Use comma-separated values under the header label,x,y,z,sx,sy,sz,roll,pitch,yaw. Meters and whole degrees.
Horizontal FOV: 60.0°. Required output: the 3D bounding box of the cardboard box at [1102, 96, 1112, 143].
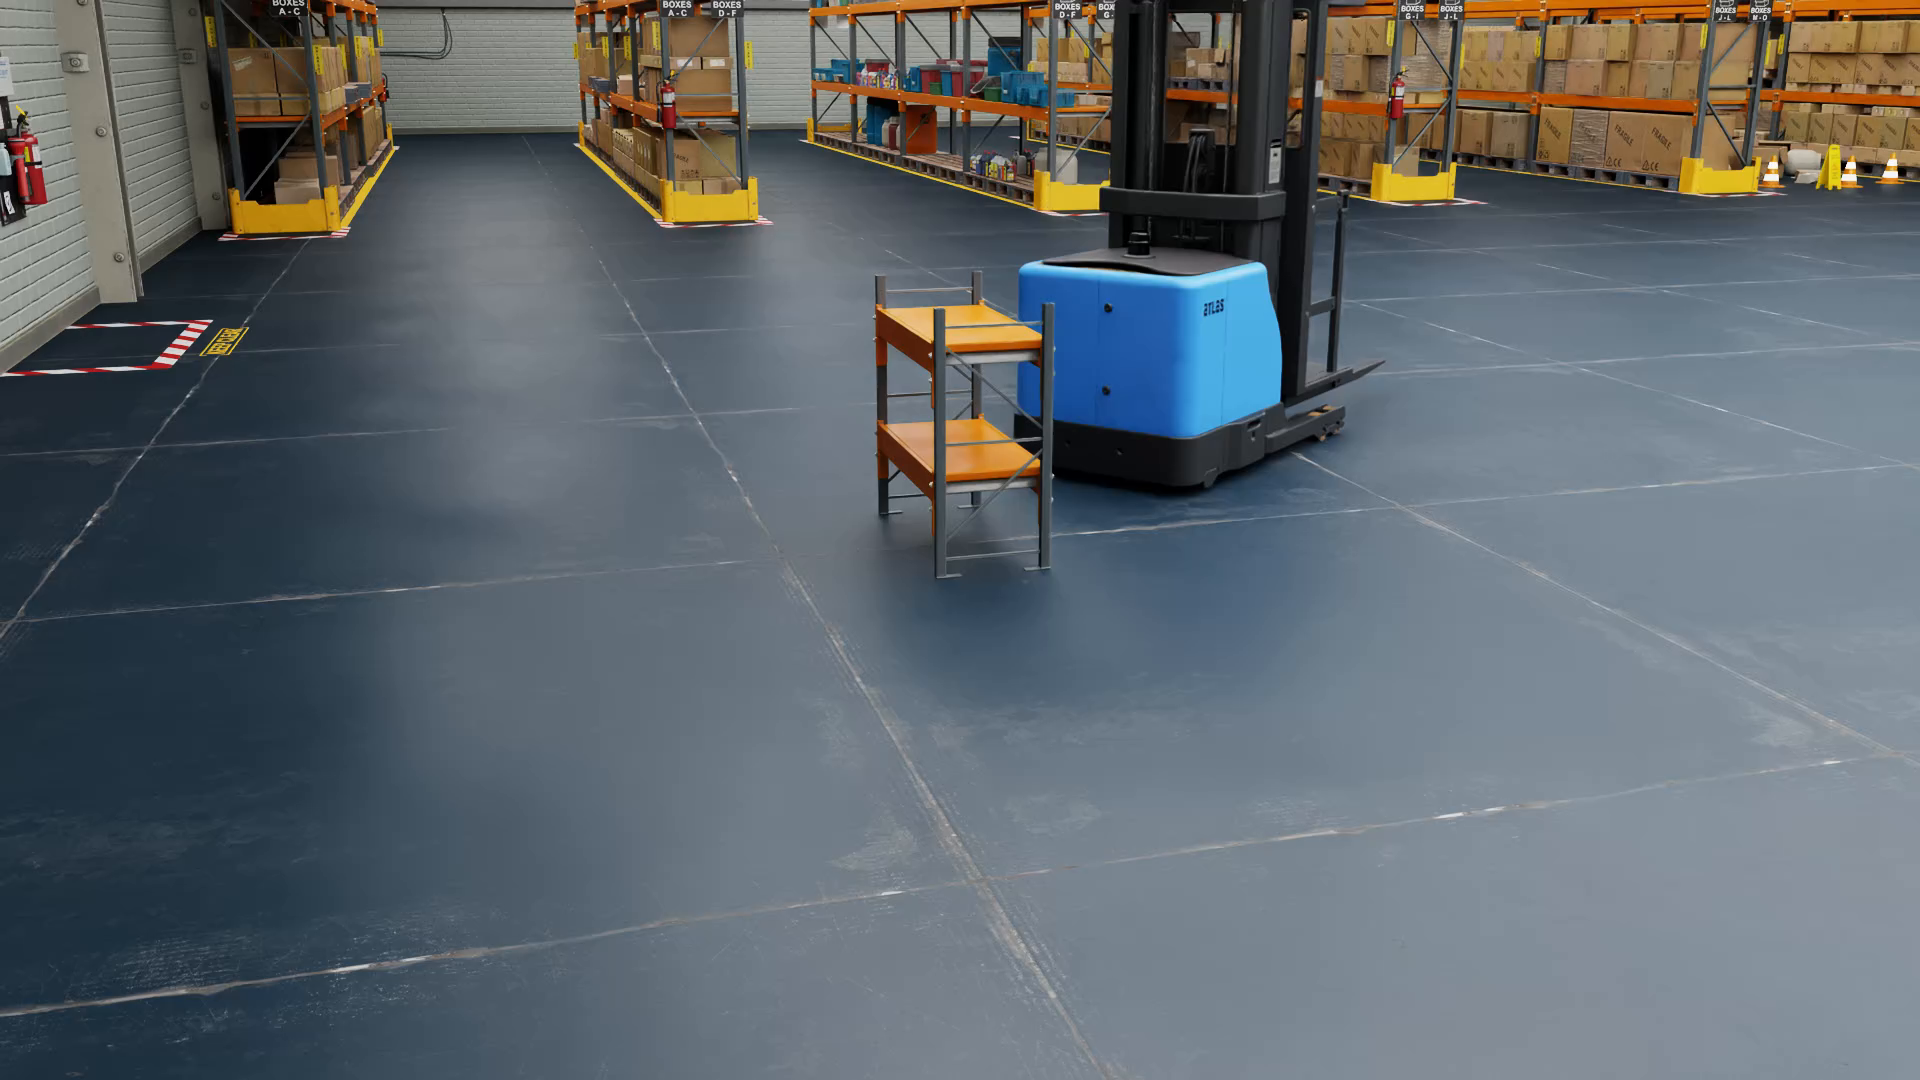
label,x,y,z,sx,sy,sz,roll,pitch,yaw
cardboard box,3.545,-8.308,32.858,1.225,0.875,0.875,-5,18,-17

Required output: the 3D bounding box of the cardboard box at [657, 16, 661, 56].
label,x,y,z,sx,sy,sz,roll,pitch,yaw
cardboard box,-3.544,-6.544,21.593,0.700,0.500,0.500,-5,17,-15

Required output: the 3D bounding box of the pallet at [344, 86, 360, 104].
label,x,y,z,sx,sy,sz,roll,pitch,yaw
pallet,-9.056,-6.290,23.511,1.003,0.211,1.213,-5,17,-15

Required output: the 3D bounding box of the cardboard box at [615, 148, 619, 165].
label,x,y,z,sx,sy,sz,roll,pitch,yaw
cardboard box,-5.323,-6.235,27.045,0.500,0.250,0.500,-5,17,-17

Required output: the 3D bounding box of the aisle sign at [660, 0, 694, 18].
label,x,y,z,sx,sy,sz,roll,pitch,yaw
aisle sign,-3.389,-6.649,19.854,0.394,0.787,0.004,-5,17,-15

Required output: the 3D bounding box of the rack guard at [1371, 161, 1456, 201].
label,x,y,z,sx,sy,sz,roll,pitch,yaw
rack guard,6.380,-5.051,23.399,1.175,0.500,0.348,-5,17,-15

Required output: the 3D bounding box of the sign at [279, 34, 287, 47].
label,x,y,z,sx,sy,sz,roll,pitch,yaw
sign,-10.618,-7.775,26.109,0.100,0.325,0.005,-5,17,-15

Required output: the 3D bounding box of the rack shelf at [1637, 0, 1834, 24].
label,x,y,z,sx,sy,sz,roll,pitch,yaw
rack shelf,14.281,-9.762,30.775,1.077,0.370,4.000,-5,17,-15

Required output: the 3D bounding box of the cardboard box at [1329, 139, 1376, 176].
label,x,y,z,sx,sy,sz,roll,pitch,yaw
cardboard box,5.895,-5.743,24.971,0.500,0.500,0.500,-3,17,-10

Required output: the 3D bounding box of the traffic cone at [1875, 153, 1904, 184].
label,x,y,z,sx,sy,sz,roll,pitch,yaw
traffic cone,14.571,-5.813,25.999,0.336,0.463,0.334,-5,17,-15

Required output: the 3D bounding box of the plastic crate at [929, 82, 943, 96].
label,x,y,z,sx,sy,sz,roll,pitch,yaw
plastic crate,-0.210,-7.300,26.909,0.450,0.188,0.662,-5,17,-15

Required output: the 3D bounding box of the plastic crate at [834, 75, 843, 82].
label,x,y,z,sx,sy,sz,roll,pitch,yaw
plastic crate,-2.427,-9.515,34.269,0.293,0.136,0.466,-5,17,-15

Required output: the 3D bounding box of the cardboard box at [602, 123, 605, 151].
label,x,y,z,sx,sy,sz,roll,pitch,yaw
cardboard box,-6.237,-7.339,30.252,0.500,0.500,0.500,-4,17,-15

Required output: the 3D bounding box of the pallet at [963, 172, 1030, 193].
label,x,y,z,sx,sy,sz,roll,pitch,yaw
pallet,0.684,-5.418,25.121,1.003,0.211,1.213,-5,17,-15

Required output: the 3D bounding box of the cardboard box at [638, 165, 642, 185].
label,x,y,z,sx,sy,sz,roll,pitch,yaw
cardboard box,-4.256,-5.145,23.415,0.500,0.250,0.500,-5,17,-15

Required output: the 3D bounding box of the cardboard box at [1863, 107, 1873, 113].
label,x,y,z,sx,sy,sz,roll,pitch,yaw
cardboard box,18.661,-8.507,33.957,0.875,0.625,0.625,-4,17,-13

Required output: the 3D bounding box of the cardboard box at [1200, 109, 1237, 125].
label,x,y,z,sx,sy,sz,roll,pitch,yaw
cardboard box,4.571,-7.484,29.430,0.500,0.250,0.500,-3,17,-9

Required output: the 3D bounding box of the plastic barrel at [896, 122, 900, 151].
label,x,y,z,sx,sy,sz,roll,pitch,yaw
plastic barrel,-0.952,-7.341,30.272,0.421,0.512,0.421,0,17,0

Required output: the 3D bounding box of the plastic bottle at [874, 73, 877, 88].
label,x,y,z,sx,sy,sz,roll,pitch,yaw
plastic bottle,-1.548,-8.554,30.938,0.097,0.271,0.097,0,17,0

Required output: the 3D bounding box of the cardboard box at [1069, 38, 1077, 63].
label,x,y,z,sx,sy,sz,roll,pitch,yaw
cardboard box,2.586,-10.221,34.706,0.500,0.500,0.500,-5,17,-15

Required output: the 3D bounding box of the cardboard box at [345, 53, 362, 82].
label,x,y,z,sx,sy,sz,roll,pitch,yaw
cardboard box,-9.973,-7.620,26.879,0.500,0.500,0.500,-4,17,-14

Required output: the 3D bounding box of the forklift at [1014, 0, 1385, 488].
label,x,y,z,sx,sy,sz,roll,pitch,yaw
forklift,1.534,-2.024,9.097,1.130,2.935,3.031,11,20,33

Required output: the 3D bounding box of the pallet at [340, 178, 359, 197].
label,x,y,z,sx,sy,sz,roll,pitch,yaw
pallet,-9.201,-5.039,23.859,1.003,0.211,1.213,-5,17,-15

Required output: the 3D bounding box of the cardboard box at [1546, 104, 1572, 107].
label,x,y,z,sx,sy,sz,roll,pitch,yaw
cardboard box,13.135,-9.099,35.493,0.875,0.875,0.875,-4,17,-14

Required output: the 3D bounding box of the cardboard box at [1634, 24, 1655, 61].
label,x,y,z,sx,sy,sz,roll,pitch,yaw
cardboard box,10.870,-7.597,25.390,0.875,0.550,0.550,-5,17,-15

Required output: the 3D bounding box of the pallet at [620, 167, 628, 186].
label,x,y,z,sx,sy,sz,roll,pitch,yaw
pallet,-4.803,-5.755,26.244,1.003,0.211,1.213,-5,17,-15

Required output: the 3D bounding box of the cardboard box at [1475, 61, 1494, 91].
label,x,y,z,sx,sy,sz,roll,pitch,yaw
cardboard box,9.420,-8.149,29.191,0.500,0.500,0.500,-5,17,-15

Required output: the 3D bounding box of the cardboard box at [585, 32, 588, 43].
label,x,y,z,sx,sy,sz,roll,pitch,yaw
cardboard box,-6.954,-9.552,32.126,0.500,0.500,0.500,-5,17,-16

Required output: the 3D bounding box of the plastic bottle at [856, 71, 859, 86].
label,x,y,z,sx,sy,sz,roll,pitch,yaw
plastic bottle,-1.968,-8.964,32.283,0.061,0.283,0.133,-5,17,-15

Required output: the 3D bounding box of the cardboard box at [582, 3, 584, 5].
label,x,y,z,sx,sy,sz,roll,pitch,yaw
cardboard box,-7.085,-10.519,32.305,0.500,0.250,0.500,-5,17,-15

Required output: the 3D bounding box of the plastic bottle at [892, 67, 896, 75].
label,x,y,z,sx,sy,sz,roll,pitch,yaw
plastic bottle,-1.230,-8.892,31.925,0.144,0.351,0.185,-5,17,-15

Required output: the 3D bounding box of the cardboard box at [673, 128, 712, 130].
label,x,y,z,sx,sy,sz,roll,pitch,yaw
cardboard box,-3.760,-5.545,23.443,0.500,0.500,0.500,-5,17,-15

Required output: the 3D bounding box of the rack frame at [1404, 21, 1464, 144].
label,x,y,z,sx,sy,sz,roll,pitch,yaw
rack frame,8.999,-8.804,31.548,1.000,3.000,0.127,-5,17,-15

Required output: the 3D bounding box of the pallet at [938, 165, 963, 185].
label,x,y,z,sx,sy,sz,roll,pitch,yaw
pallet,0.286,-5.821,26.463,1.003,0.211,1.213,-5,17,-15

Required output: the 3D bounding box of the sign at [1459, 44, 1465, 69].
label,x,y,z,sx,sy,sz,roll,pitch,yaw
sign,6.923,-6.685,22.988,0.100,0.325,0.005,-5,17,-15

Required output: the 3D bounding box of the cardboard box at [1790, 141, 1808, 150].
label,x,y,z,sx,sy,sz,roll,pitch,yaw
cardboard box,14.733,-6.817,28.982,0.500,0.250,0.500,-6,18,-18

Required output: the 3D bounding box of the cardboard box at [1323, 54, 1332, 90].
label,x,y,z,sx,sy,sz,roll,pitch,yaw
cardboard box,5.802,-6.982,24.790,0.875,0.500,0.500,-5,17,-15

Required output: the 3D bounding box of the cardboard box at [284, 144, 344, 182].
label,x,y,z,sx,sy,sz,roll,pitch,yaw
cardboard box,-9.204,-5.375,23.711,0.700,0.500,0.500,-4,17,-13

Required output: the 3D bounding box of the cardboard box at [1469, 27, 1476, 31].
label,x,y,z,sx,sy,sz,roll,pitch,yaw
cardboard box,11.869,-11.653,37.992,0.380,0.149,0.250,-5,17,-15

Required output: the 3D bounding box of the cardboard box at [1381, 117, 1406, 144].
label,x,y,z,sx,sy,sz,roll,pitch,yaw
cardboard box,8.567,-7.970,32.385,0.500,0.500,0.500,-5,17,-16

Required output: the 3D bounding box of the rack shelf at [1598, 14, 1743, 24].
label,x,y,z,sx,sy,sz,roll,pitch,yaw
rack shelf,16.854,-12.369,39.451,1.077,0.370,4.000,-5,17,-15

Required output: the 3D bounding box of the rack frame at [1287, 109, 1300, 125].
label,x,y,z,sx,sy,sz,roll,pitch,yaw
rack frame,5.302,-7.334,26.653,1.000,3.000,0.127,-5,17,-15

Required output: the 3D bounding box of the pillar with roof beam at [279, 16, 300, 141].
label,x,y,z,sx,sy,sz,roll,pitch,yaw
pillar with roof beam,-8.069,-11.711,30.795,9.100,9.000,0.400,-5,17,-15

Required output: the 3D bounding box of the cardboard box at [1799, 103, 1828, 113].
label,x,y,z,sx,sy,sz,roll,pitch,yaw
cardboard box,14.709,-7.447,28.650,0.380,0.149,0.250,-4,17,-14

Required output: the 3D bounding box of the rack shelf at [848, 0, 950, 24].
label,x,y,z,sx,sy,sz,roll,pitch,yaw
rack shelf,-1.109,-9.694,30.546,1.077,0.370,4.000,-5,17,-15

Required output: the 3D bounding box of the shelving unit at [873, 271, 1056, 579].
label,x,y,z,sx,sy,sz,roll,pitch,yaw
shelving unit,-0.002,-0.541,7.296,0.538,1.125,1.048,-5,17,-15

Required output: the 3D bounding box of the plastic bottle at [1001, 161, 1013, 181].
label,x,y,z,sx,sy,sz,roll,pitch,yaw
plastic bottle,0.670,-5.287,23.809,0.152,0.276,0.135,-5,17,-15

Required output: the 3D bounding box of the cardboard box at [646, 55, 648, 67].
label,x,y,z,sx,sy,sz,roll,pitch,yaw
cardboard box,-4.121,-6.607,22.933,0.380,0.149,0.250,-5,17,-16

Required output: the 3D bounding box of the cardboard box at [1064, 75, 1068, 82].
label,x,y,z,sx,sy,sz,roll,pitch,yaw
cardboard box,2.421,-9.769,35.198,0.380,0.149,0.250,-4,17,-14

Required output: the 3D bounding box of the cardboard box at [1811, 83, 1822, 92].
label,x,y,z,sx,sy,sz,roll,pitch,yaw
cardboard box,14.830,-7.748,28.467,0.380,0.149,0.250,-5,17,-16

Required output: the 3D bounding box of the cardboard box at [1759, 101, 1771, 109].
label,x,y,z,sx,sy,sz,roll,pitch,yaw
cardboard box,17.665,-9.562,36.557,0.380,0.149,0.250,-4,17,-13

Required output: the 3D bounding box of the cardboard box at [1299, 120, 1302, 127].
label,x,y,z,sx,sy,sz,roll,pitch,yaw
cardboard box,7.508,-8.951,35.745,0.380,0.149,0.250,-4,17,-14

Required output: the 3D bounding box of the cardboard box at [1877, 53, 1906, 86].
label,x,y,z,sx,sy,sz,roll,pitch,yaw
cardboard box,15.248,-7.607,26.872,0.500,0.500,0.500,-5,17,-16

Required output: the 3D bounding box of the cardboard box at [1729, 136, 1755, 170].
label,x,y,z,sx,sy,sz,roll,pitch,yaw
cardboard box,12.748,-6.424,27.727,0.797,0.637,0.503,-5,17,-15
